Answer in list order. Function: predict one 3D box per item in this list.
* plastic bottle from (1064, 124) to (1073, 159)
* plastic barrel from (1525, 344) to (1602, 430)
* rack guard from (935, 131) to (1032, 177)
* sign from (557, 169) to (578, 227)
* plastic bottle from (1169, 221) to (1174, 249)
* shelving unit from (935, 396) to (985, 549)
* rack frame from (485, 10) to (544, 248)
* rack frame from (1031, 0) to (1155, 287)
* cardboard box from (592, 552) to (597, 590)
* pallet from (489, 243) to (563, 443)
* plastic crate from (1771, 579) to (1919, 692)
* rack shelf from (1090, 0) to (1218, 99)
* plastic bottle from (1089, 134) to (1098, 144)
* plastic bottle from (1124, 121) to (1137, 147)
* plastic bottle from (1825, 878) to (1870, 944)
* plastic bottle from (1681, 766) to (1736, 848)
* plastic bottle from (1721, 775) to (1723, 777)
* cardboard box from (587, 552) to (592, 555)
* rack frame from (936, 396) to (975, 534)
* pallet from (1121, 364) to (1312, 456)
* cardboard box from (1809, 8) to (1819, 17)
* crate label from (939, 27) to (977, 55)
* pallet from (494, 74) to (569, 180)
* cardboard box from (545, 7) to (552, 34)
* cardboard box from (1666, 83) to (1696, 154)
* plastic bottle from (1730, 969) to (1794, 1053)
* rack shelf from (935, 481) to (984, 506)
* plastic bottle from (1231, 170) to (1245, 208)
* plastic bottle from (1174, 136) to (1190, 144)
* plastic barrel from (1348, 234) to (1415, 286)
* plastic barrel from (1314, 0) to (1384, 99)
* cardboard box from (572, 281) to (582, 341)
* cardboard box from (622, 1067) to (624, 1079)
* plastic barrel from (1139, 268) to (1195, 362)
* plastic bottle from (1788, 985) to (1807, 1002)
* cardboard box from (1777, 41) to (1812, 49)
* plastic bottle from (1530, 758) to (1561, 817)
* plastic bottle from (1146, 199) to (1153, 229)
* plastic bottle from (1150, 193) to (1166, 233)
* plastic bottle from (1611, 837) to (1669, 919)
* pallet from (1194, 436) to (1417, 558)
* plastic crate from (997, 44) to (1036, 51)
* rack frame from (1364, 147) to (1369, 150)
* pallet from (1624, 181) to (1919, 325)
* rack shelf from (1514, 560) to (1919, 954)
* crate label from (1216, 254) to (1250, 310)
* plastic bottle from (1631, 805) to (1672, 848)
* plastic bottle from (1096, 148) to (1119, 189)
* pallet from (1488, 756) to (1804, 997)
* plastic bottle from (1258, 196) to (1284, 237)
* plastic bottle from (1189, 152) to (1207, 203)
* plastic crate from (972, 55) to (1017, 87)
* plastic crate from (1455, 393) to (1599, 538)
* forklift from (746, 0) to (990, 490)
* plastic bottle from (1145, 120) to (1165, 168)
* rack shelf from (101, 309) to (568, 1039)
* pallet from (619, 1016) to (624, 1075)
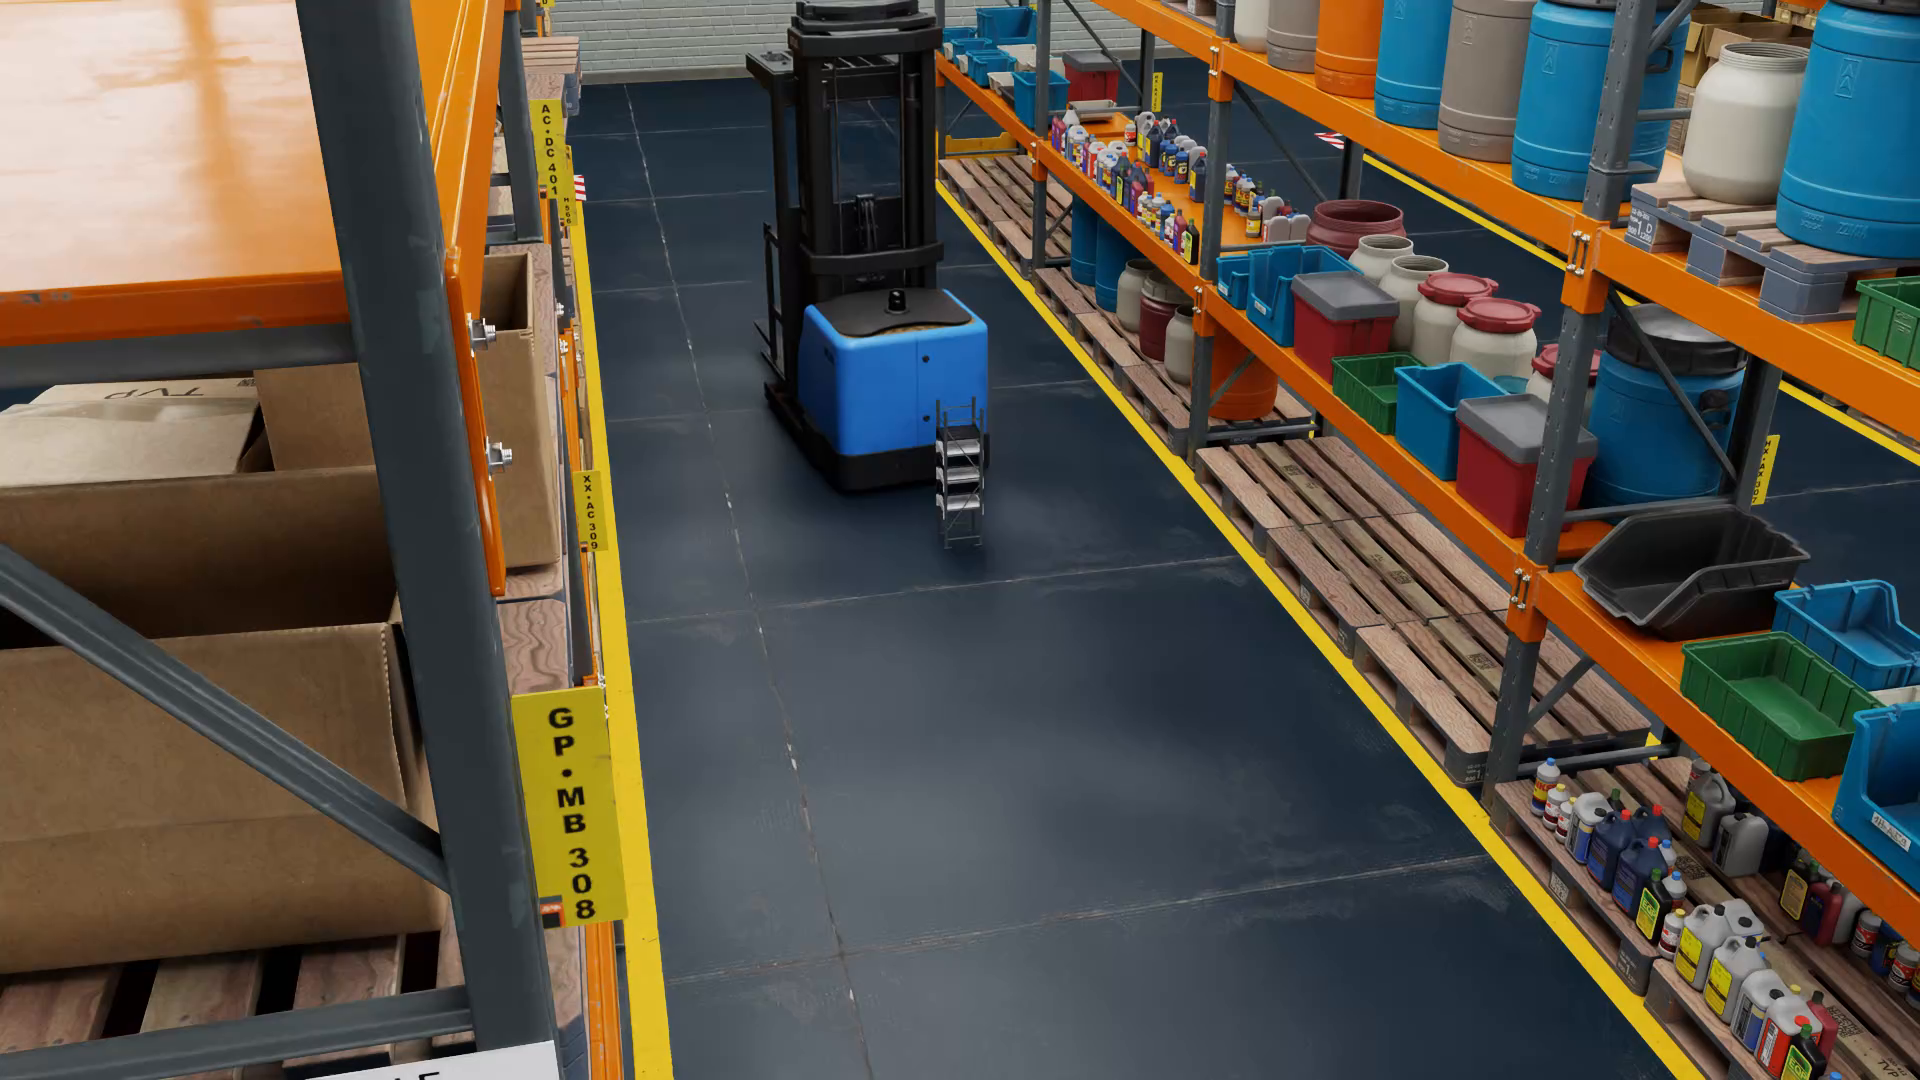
[{"bbox_3d":[0.896,-3.226,13.456,0.097,0.271,0.097,0,27,0],"label":"plastic bottle"},{"bbox_3d":[2.935,-0.629,8.017,0.433,0.535,0.433,0,27,0],"label":"plastic barrel"},{"bbox_3d":[0.214,-4.287,18.190,1.175,0.500,0.348,-6,27,-12],"label":"rack guard"},{"bbox_3d":[-2.252,-1.955,9.510,0.100,0.325,0.005,-6,27,-12],"label":"sign"},{"bbox_3d":[1.468,-2.082,11.265,0.097,0.201,0.097,0,27,0],"label":"plastic bottle"},{"bbox_3d":[-0.002,-0.405,10.054,0.258,0.900,0.210,-6,27,-12],"label":"shelving unit"},{"bbox_3d":[-1.890,-2.303,4.826,1.000,3.000,0.127,-6,27,-12],"label":"rack frame"},{"bbox_3d":[1.134,-3.638,14.129,1.000,3.000,0.127,-6,27,-12],"label":"rack frame"},{"bbox_3d":[-2.316,0.091,9.326,0.500,0.250,0.500,-6,27,-12],"label":"cardboard box"},{"bbox_3d":[-1.673,-0.553,4.785,1.003,0.211,1.213,-6,27,-12],"label":"pallet"},{"bbox_3d":[3.450,0.399,6.296,0.499,0.251,0.616,-6,27,-12],"label":"plastic crate"},{"bbox_3d":[1.584,-3.778,11.876,1.077,0.370,4.000,-6,27,-12],"label":"rack shelf"},{"bbox_3d":[1.067,-3.168,13.418,0.097,0.201,0.097,0,27,0],"label":"plastic bottle"},{"bbox_3d":[1.420,-3.388,13.855,0.097,0.201,0.097,0,27,0],"label":"plastic bottle"},{"bbox_3d":[3.511,1.445,6.593,0.152,0.276,0.135,-5,27,-11],"label":"plastic bottle"},{"bbox_3d":[3.222,1.128,7.138,0.144,0.351,0.185,-6,27,-12],"label":"plastic bottle"},{"bbox_3d":[3.366,1.068,7.332,0.061,0.283,0.133,-5,27,-9],"label":"plastic bottle"},{"bbox_3d":[-2.199,0.063,8.759,0.500,0.311,0.500,-6,27,-12],"label":"cardboard box"},{"bbox_3d":[-0.025,-0.450,10.143,0.240,0.900,0.006,-6,27,-12],"label":"rack frame"},{"bbox_3d":[1.817,-0.979,11.956,1.003,0.211,1.213,-6,27,-12],"label":"pallet"},{"bbox_3d":[9.890,-6.076,18.519,0.500,0.500,0.500,-6,27,-11],"label":"cardboard box"},{"bbox_3d":[-0.033,-5.204,17.351,0.416,0.233,0.303,-6,27,-12],"label":"crate label"},{"bbox_3d":[-2.297,-1.856,7.479,1.003,0.211,1.213,-5,27,-9],"label":"pallet"},{"bbox_3d":[-3.757,-4.315,14.250,0.500,0.500,0.500,-7,28,-13],"label":"cardboard box"},{"bbox_3d":[6.046,-3.518,13.780,0.500,0.500,0.500,-7,28,-13],"label":"cardboard box"},{"bbox_3d":[2.936,1.713,6.061,0.152,0.276,0.135,-7,28,-13],"label":"plastic bottle"},{"bbox_3d":[-0.002,-0.295,10.110,0.258,0.077,0.200,-6,27,-12],"label":"rack shelf"},{"bbox_3d":[2.037,-2.565,12.132,0.061,0.283,0.133,-6,27,-12],"label":"plastic bottle"},{"bbox_3d":[1.733,-3.061,13.123,0.152,0.276,0.135,-6,27,-12],"label":"plastic bottle"},{"bbox_3d":[2.475,-1.502,9.773,0.421,0.512,0.421,0,27,0],"label":"plastic barrel"},{"bbox_3d":[2.156,-2.743,8.551,0.600,0.830,0.708,-6,27,-12],"label":"plastic barrel"},{"bbox_3d":[-3.087,-1.592,12.360,0.500,0.500,0.500,-6,27,-11],"label":"cardboard box"},{"bbox_3d":[-1.343,2.035,5.474,0.500,0.250,0.500,-6,27,-12],"label":"cardboard box"},{"bbox_3d":[1.654,-1.702,12.503,0.600,0.588,0.708,-6,27,-12],"label":"plastic barrel"},{"bbox_3d":[3.053,1.726,6.119,0.097,0.201,0.097,0,27,0],"label":"plastic bottle"},{"bbox_3d":[6.567,-3.487,12.604,0.797,0.503,0.637,-5,27,-10],"label":"cardboard box"},{"bbox_3d":[2.581,1.080,7.321,0.097,0.271,0.097,0,27,0],"label":"plastic bottle"},{"bbox_3d":[1.358,-2.295,11.689,0.097,0.201,0.097,0,27,0],"label":"plastic bottle"},{"bbox_3d":[1.380,-2.284,11.588,0.097,0.271,0.097,0,27,0],"label":"plastic bottle"},{"bbox_3d":[2.757,1.339,6.719,0.144,0.351,0.185,-7,28,-14],"label":"plastic bottle"},{"bbox_3d":[2.172,-0.293,10.597,1.003,0.211,1.213,-6,27,-12],"label":"pallet"},{"bbox_3d":[0.592,-4.964,16.981,0.396,0.136,0.243,-6,27,-12],"label":"plastic crate"},{"bbox_3d":[5.058,-5.897,18.605,1.000,3.000,0.127,-6,27,-12],"label":"rack frame"},{"bbox_3d":[3.194,-1.074,5.930,1.213,0.211,1.003,-6,27,-12],"label":"pallet"},{"bbox_3d":[3.387,1.073,5.593,1.077,0.370,4.000,-6,27,-12],"label":"rack shelf"},{"bbox_3d":[1.765,-1.584,10.246,0.303,0.233,0.416,-6,27,-12],"label":"crate label"},{"bbox_3d":[2.855,1.242,6.912,0.144,0.351,0.185,-6,27,-12],"label":"plastic bottle"},{"bbox_3d":[1.128,-2.833,12.671,0.152,0.276,0.135,-6,27,-12],"label":"plastic bottle"},{"bbox_3d":[3.047,1.418,7.207,1.003,0.211,1.213,-6,27,-12],"label":"pallet"},{"bbox_3d":[2.148,-2.253,11.522,0.152,0.276,0.135,-6,27,-12],"label":"plastic bottle"},{"bbox_3d":[1.790,-2.688,12.301,0.144,0.351,0.185,-6,27,-12],"label":"plastic bottle"},{"bbox_3d":[0.331,-4.495,15.945,0.416,0.233,0.300,-6,27,-12],"label":"plastic crate"},{"bbox_3d":[2.529,-0.336,7.516,0.402,0.464,0.583,-6,27,-12],"label":"plastic crate"},{"bbox_3d":[-0.792,-2.274,11.502,1.130,2.935,3.031,-9,28,-18],"label":"forklift"},{"bbox_3d":[1.561,-3.150,13.217,0.144,0.351,0.185,-6,27,-12],"label":"plastic bottle"},{"bbox_3d":[-1.440,0.235,3.924,1.077,0.370,4.000,-6,27,-12],"label":"rack shelf"},{"bbox_3d":[-1.752,1.973,6.106,1.003,0.211,1.213,-6,27,-12],"label":"pallet"}]
